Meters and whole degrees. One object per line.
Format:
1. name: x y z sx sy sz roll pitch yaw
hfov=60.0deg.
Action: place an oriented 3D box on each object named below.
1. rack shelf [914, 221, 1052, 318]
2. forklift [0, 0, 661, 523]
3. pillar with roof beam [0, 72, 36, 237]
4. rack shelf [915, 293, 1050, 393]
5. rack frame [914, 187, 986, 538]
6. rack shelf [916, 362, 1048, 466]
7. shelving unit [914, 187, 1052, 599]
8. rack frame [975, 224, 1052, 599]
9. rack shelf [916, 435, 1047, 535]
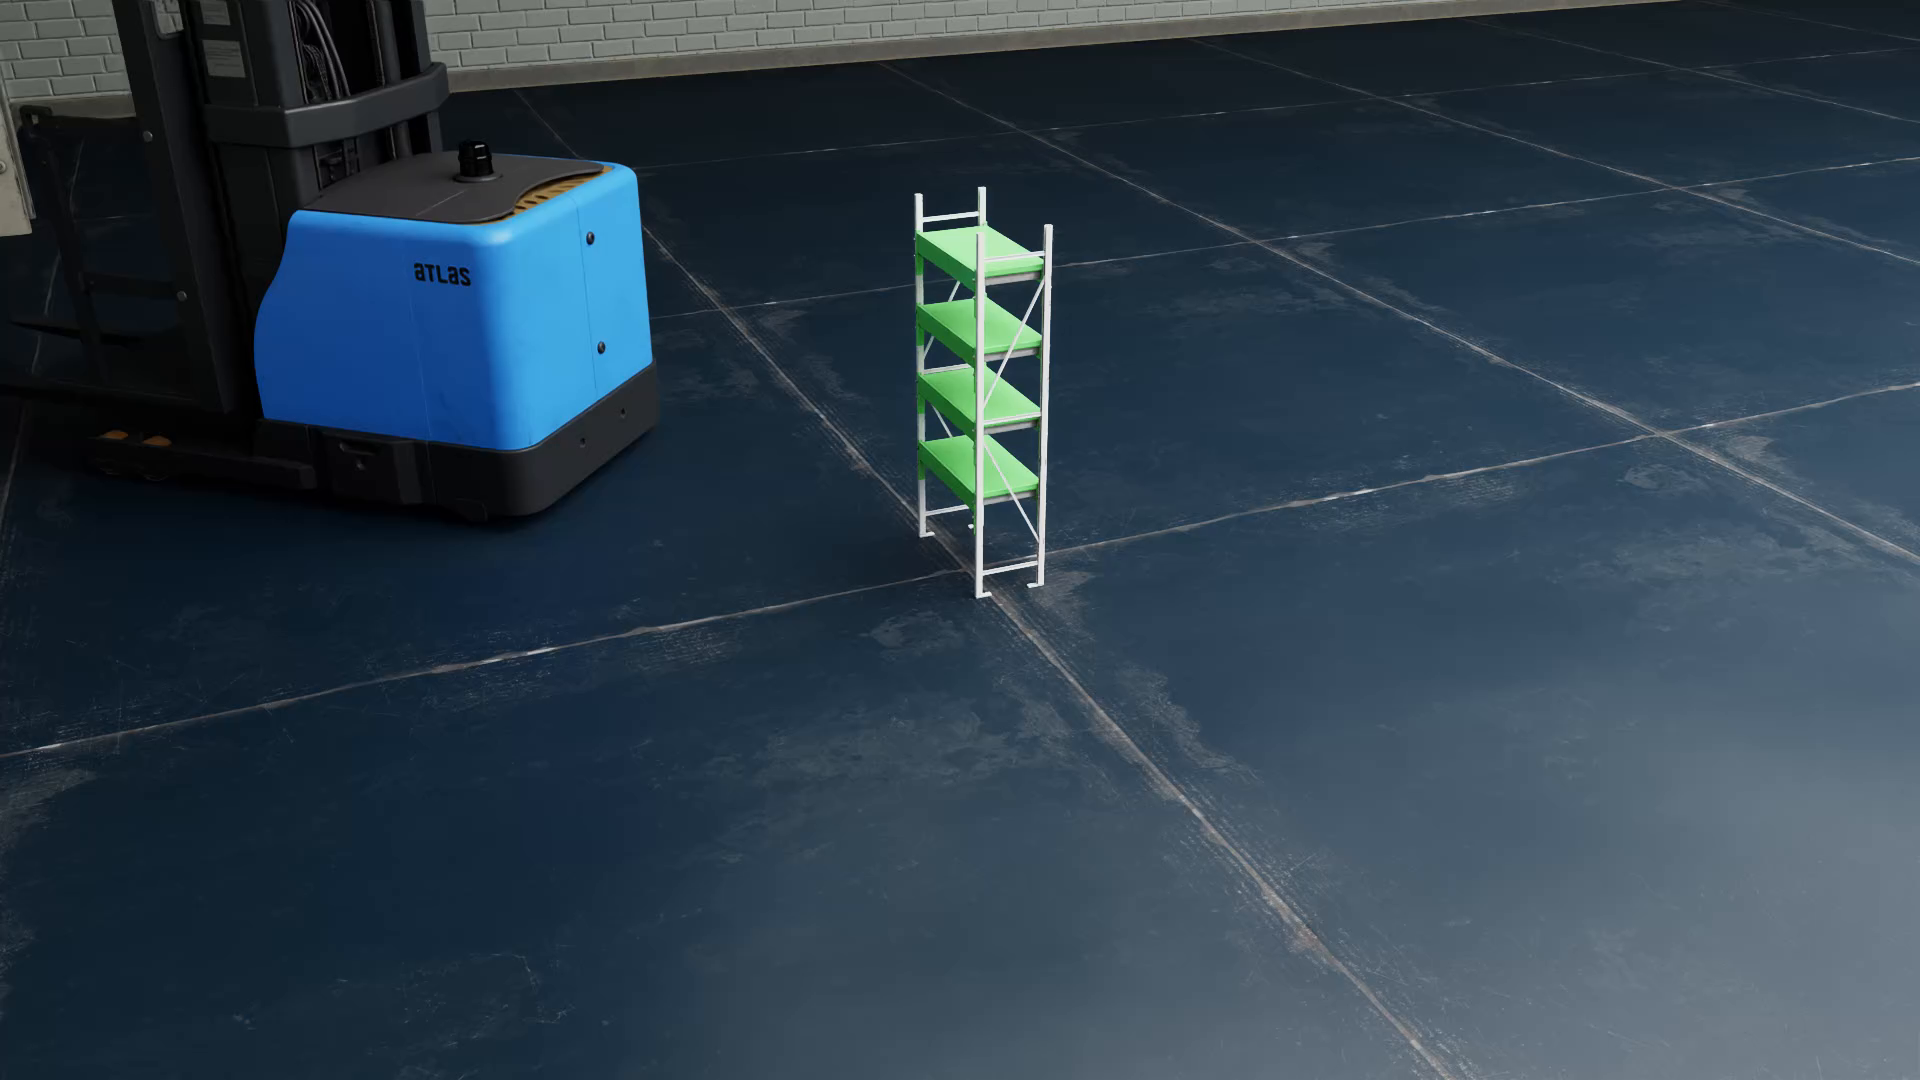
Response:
1. rack shelf: 0.065 -0.846 5.167 0.258 0.148 0.480 -11 28 -21
2. forklift: -2.755 -1.745 5.983 3.031 2.935 1.130 8 27 16
3. pillar with roof beam: -1.416 -6.539 8.886 9.100 9.000 0.400 -11 28 -21
4. rack shelf: 0.065 -0.631 5.273 0.258 0.148 0.480 -11 28 -21
5. rack frame: -0.031 -0.571 5.552 0.240 1.200 0.015 -11 28 -21
6. rack shelf: 0.065 -0.415 5.378 0.258 0.148 0.480 -11 28 -21
7. shelving unit: 0.065 -0.472 5.350 0.258 1.200 0.503 -11 28 -21
8. rack frame: 0.160 -0.374 5.148 0.240 1.200 0.015 -11 28 -21
9. rack shelf: 0.065 -0.199 5.483 0.258 0.148 0.480 -11 28 -21
